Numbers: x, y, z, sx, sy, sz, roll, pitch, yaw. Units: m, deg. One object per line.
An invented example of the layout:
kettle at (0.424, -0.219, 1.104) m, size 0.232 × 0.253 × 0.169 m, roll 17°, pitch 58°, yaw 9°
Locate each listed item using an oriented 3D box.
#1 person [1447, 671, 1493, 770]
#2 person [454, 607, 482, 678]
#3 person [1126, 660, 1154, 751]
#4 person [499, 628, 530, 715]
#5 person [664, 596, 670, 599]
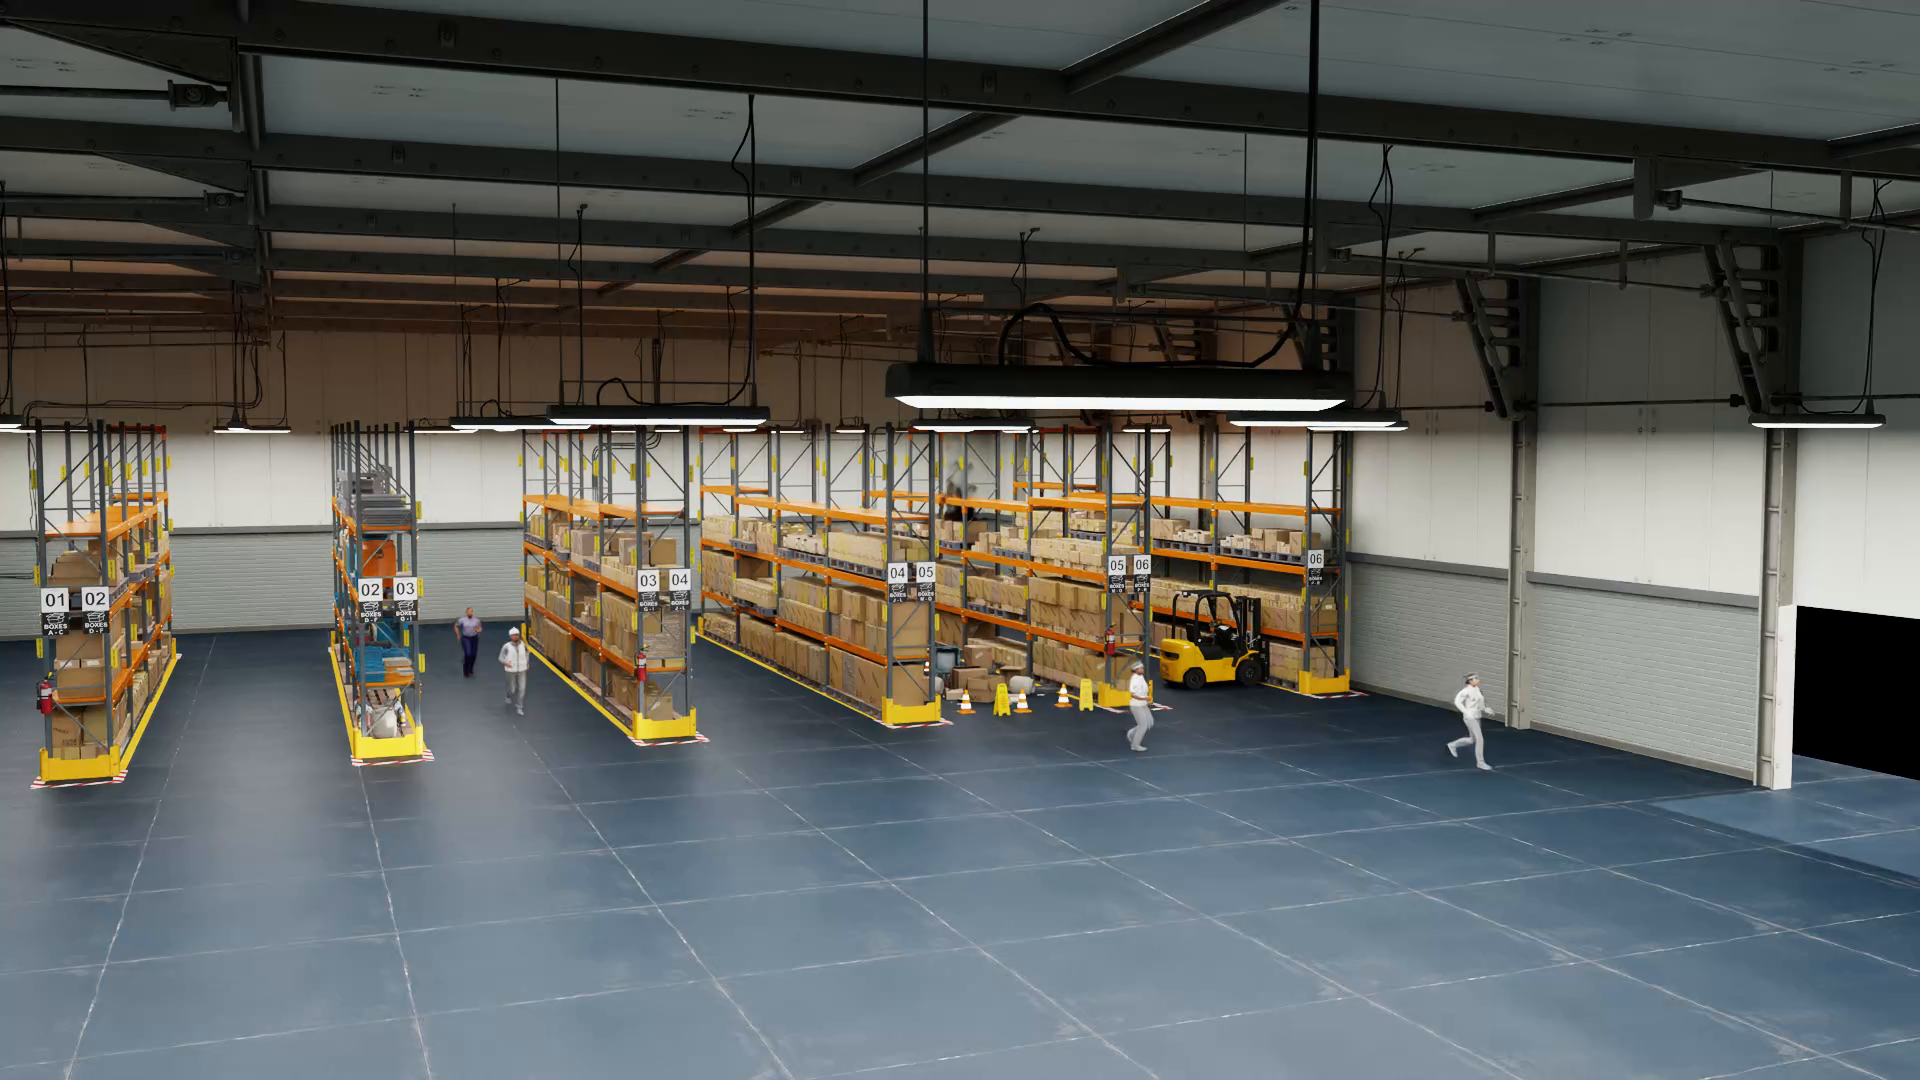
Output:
person at (8.818, 3.097, 28.762) m, size 0.842 × 1.696 × 0.618 m, roll 3°, pitch 5°, yaw 39°
person at (-11.658, 2.440, 39.550) m, size 0.575 × 1.689 × 0.699 m, roll -3°, pitch 4°, yaw -36°
person at (3.281, 3.003, 30.232) m, size 0.572 × 1.653 × 0.571 m, roll 1°, pitch 4°, yaw 21°
person at (-9.208, 2.707, 34.443) m, size 0.671 × 1.770 × 0.867 m, roll -2°, pitch 4°, yaw -30°
person at (-8.432, 1.922, 48.322) m, size 0.701 × 1.596 × 0.520 m, roll 2°, pitch 4°, yaw 35°
